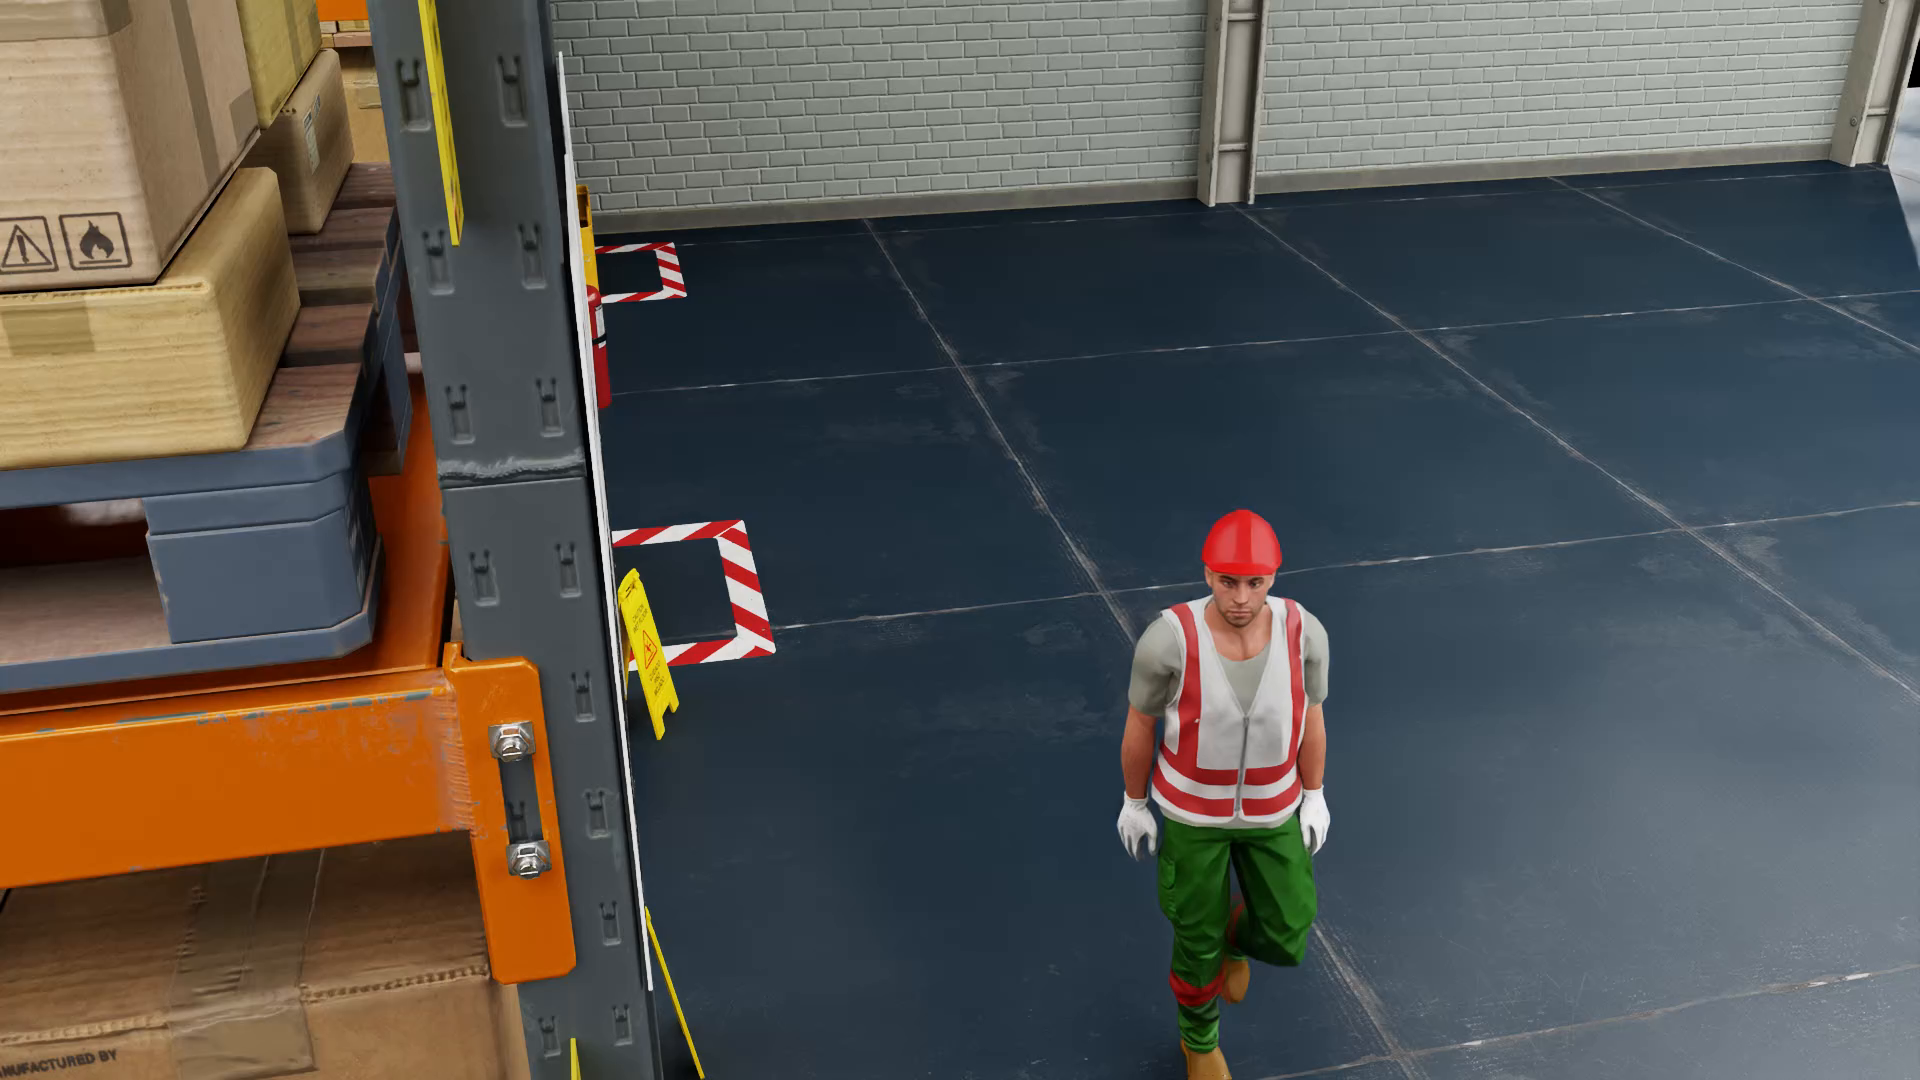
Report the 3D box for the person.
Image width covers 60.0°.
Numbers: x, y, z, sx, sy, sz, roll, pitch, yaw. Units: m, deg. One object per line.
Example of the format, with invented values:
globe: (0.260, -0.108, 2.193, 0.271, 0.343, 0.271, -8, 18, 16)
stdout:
person: (0.729, 0.714, 4.597, 0.589, 1.781, 0.547, -2, 27, -3)
